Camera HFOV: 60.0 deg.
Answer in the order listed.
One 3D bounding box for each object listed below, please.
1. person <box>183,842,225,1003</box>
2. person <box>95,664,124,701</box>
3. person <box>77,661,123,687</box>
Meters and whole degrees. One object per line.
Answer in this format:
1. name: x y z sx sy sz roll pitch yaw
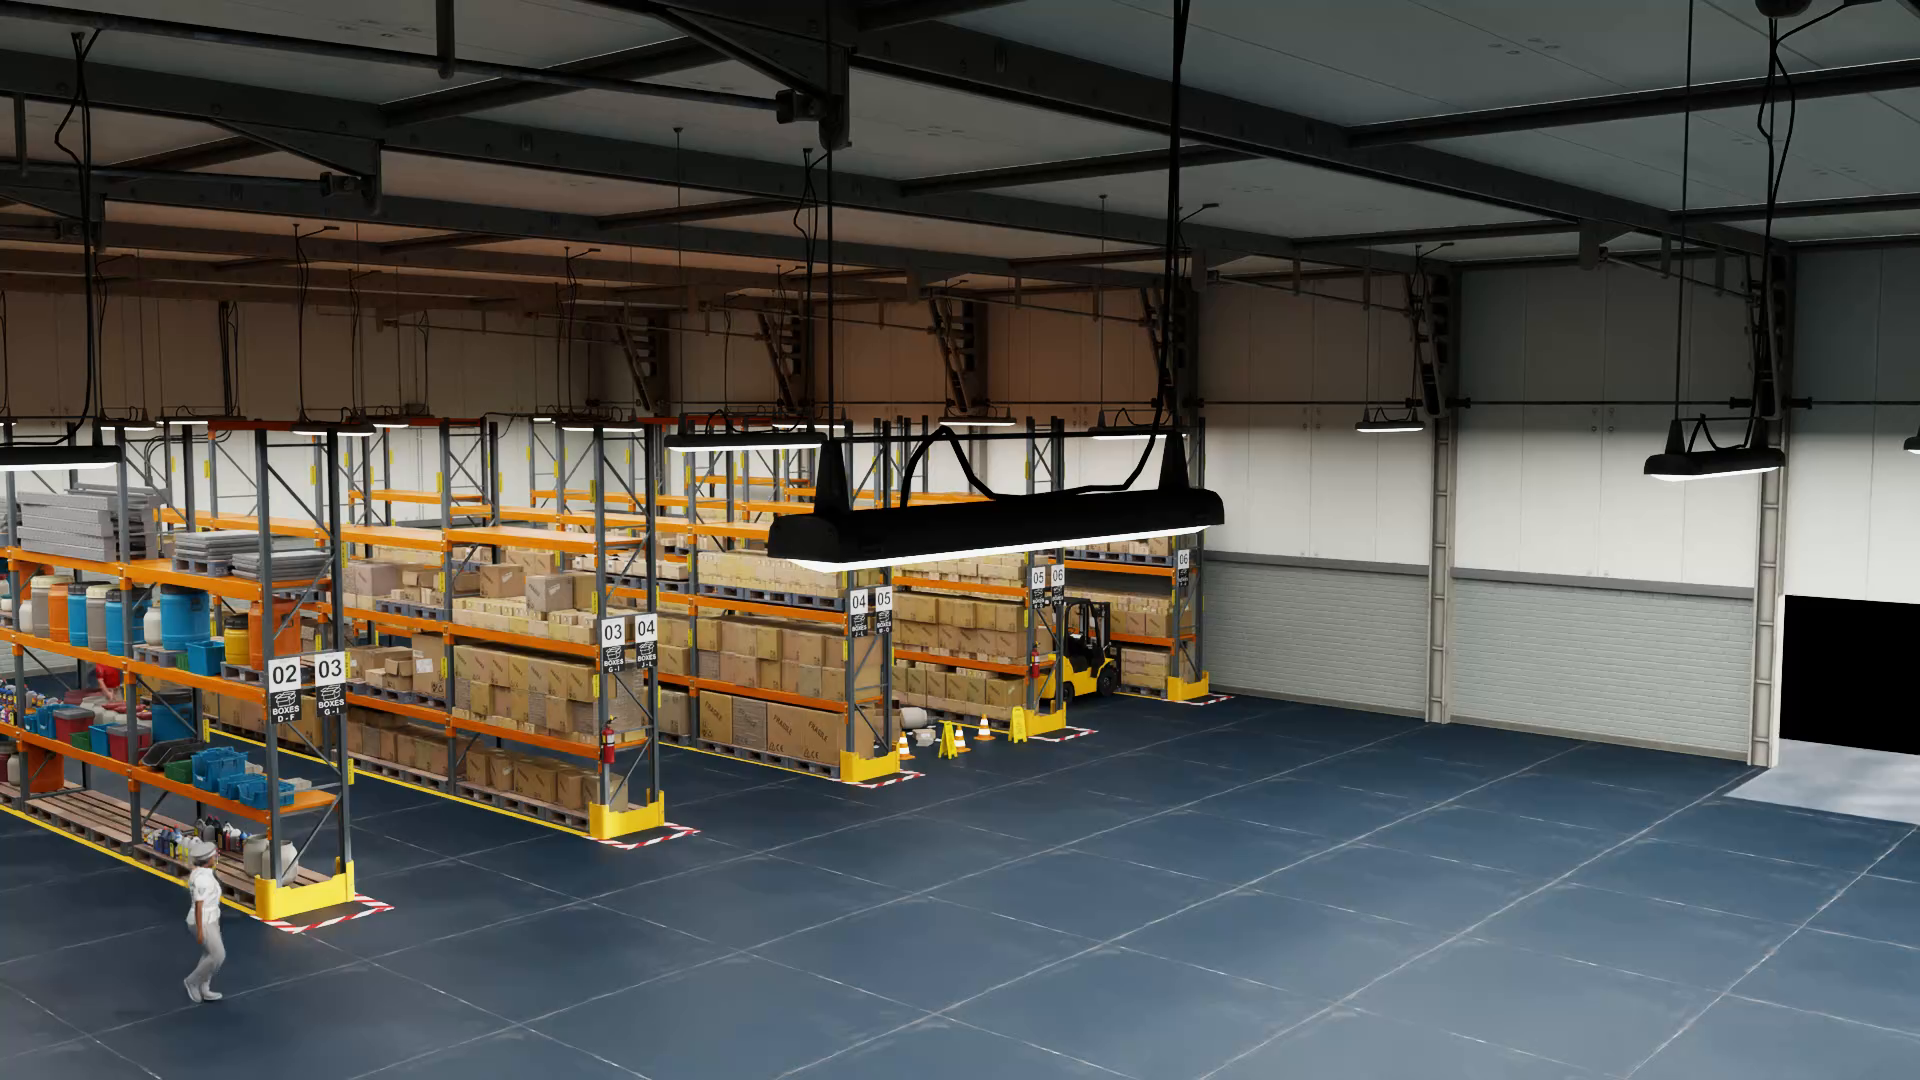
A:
1. person: -7.927 4.025 17.507 0.453 1.677 0.518 -1 5 -6
2. person: -16.047 2.889 31.324 0.996 1.681 0.491 3 6 35
3. person: -19.042 2.445 36.738 0.987 1.628 0.517 1 5 8
